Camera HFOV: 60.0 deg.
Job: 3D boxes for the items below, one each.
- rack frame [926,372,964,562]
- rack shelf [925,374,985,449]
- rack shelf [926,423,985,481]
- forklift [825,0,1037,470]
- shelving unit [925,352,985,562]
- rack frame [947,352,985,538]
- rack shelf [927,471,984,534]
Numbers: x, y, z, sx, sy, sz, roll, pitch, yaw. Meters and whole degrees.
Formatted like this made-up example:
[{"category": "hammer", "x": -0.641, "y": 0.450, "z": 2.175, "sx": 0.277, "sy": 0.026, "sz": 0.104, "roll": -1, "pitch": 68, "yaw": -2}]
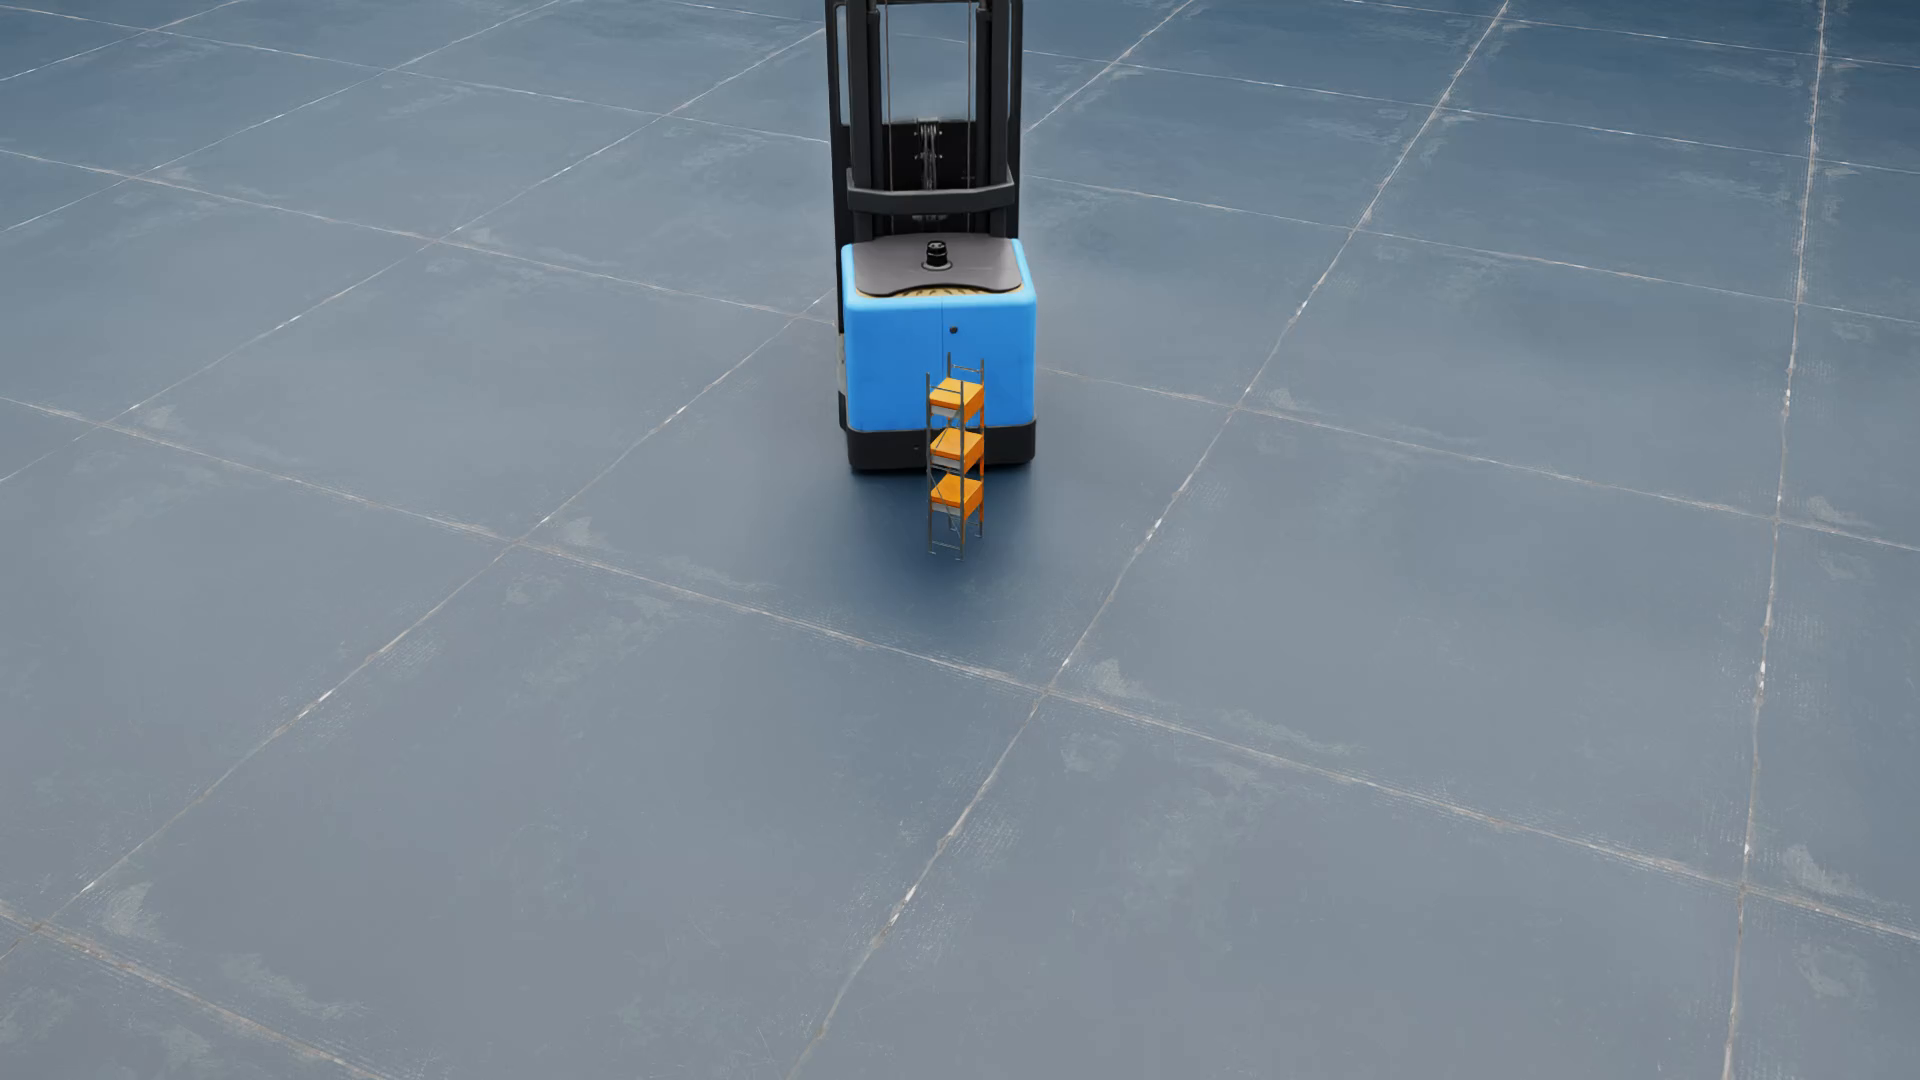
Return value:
[{"category": "rack frame", "x": -0.073, "y": -0.352, "z": 8.329, "sx": 0.200, "sy": 1.050, "sz": 0.008, "roll": 14, "pitch": 36, "yaw": 20}, {"category": "rack shelf", "x": -0.022, "y": -0.641, "z": 8.272, "sx": 0.215, "sy": 0.259, "sz": 0.240, "roll": 14, "pitch": 36, "yaw": 20}, {"category": "rack shelf", "x": -0.022, "y": -0.404, "z": 8.427, "sx": 0.215, "sy": 0.259, "sz": 0.240, "roll": 14, "pitch": 36, "yaw": 20}, {"category": "forklift", "x": -0.219, "y": -2.402, "z": 9.740, "sx": 1.130, "sy": 2.935, "sz": 3.031, "roll": -3, "pitch": 33, "yaw": -4}, {"category": "shelving unit", "x": -0.022, "y": -0.412, "z": 8.421, "sx": 0.215, "sy": 1.050, "sz": 0.252, "roll": 14, "pitch": 36, "yaw": 20}, {"category": "rack frame", "x": 0.029, "y": -0.473, "z": 8.514, "sx": 0.200, "sy": 1.050, "sz": 0.008, "roll": 14, "pitch": 36, "yaw": 20}, {"category": "rack shelf", "x": -0.022, "y": -0.171, "z": 8.580, "sx": 0.215, "sy": 0.259, "sz": 0.240, "roll": 14, "pitch": 36, "yaw": 20}]
